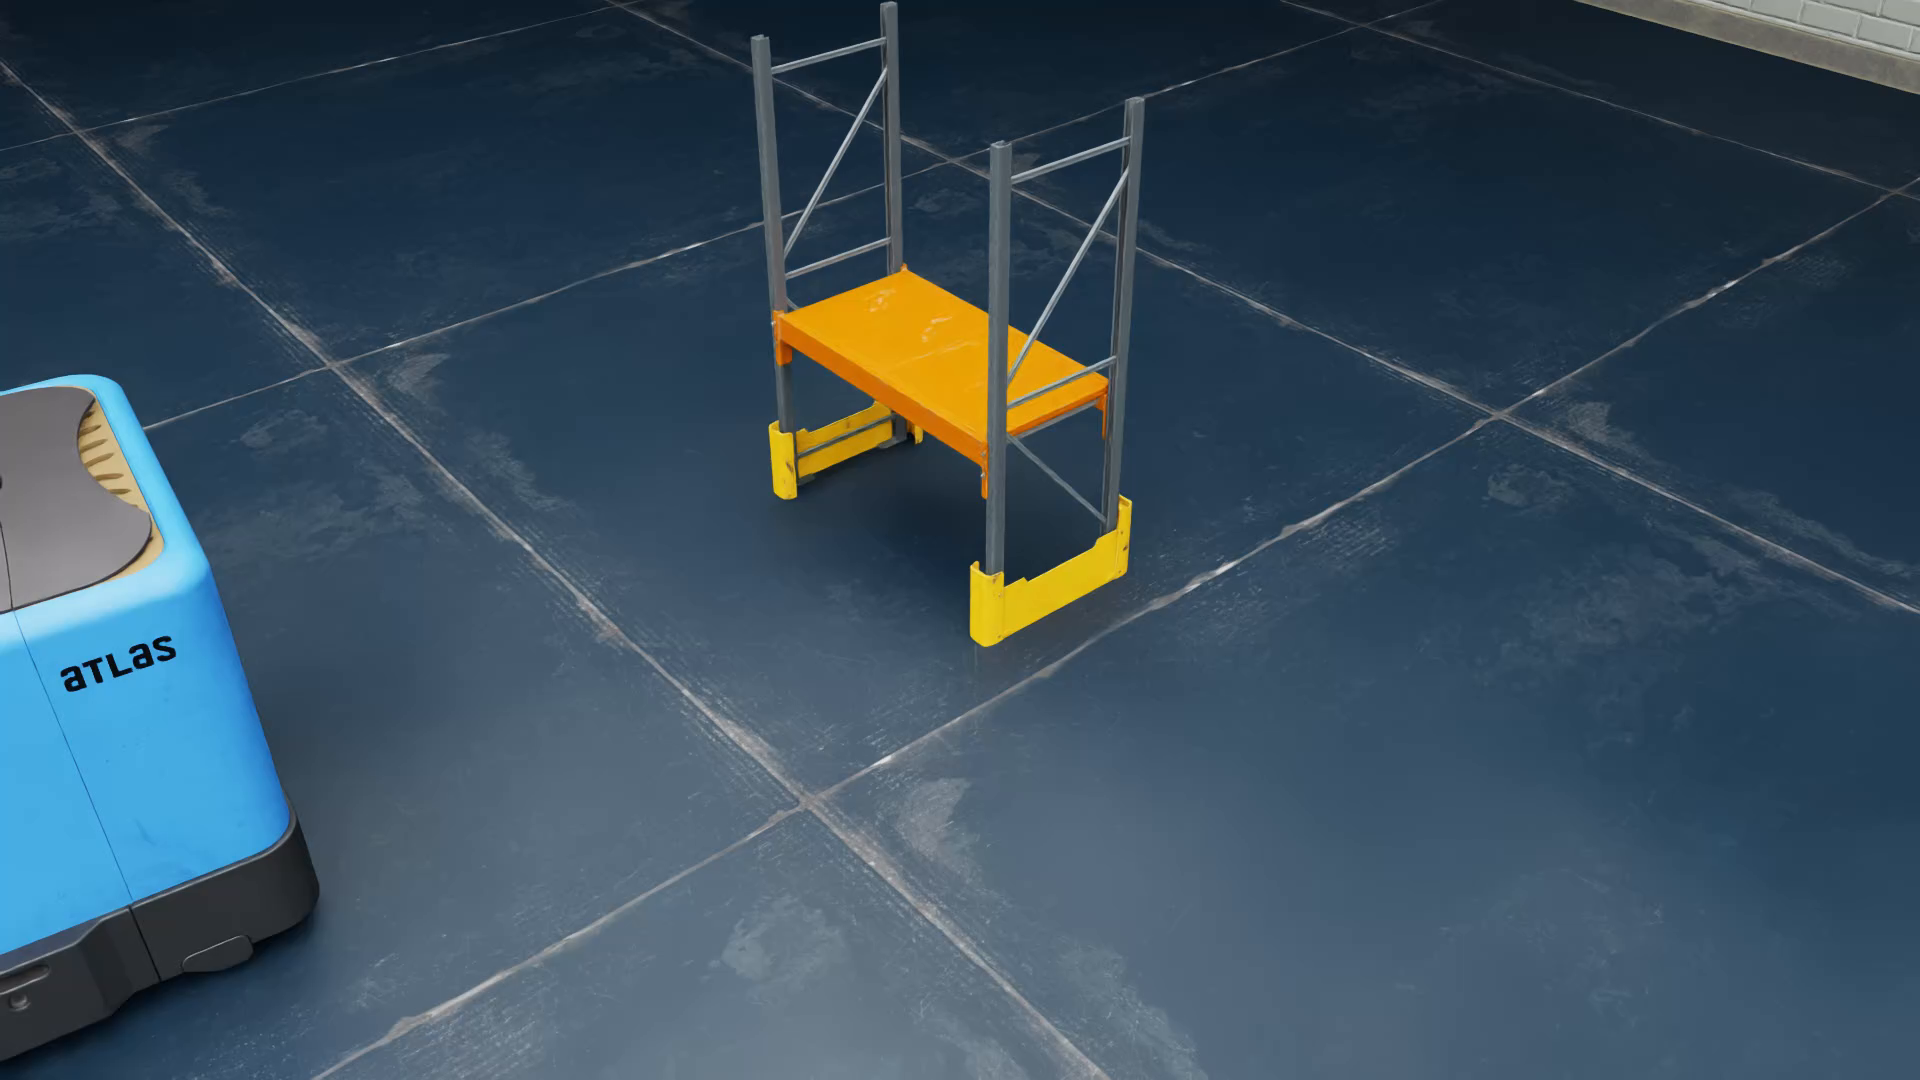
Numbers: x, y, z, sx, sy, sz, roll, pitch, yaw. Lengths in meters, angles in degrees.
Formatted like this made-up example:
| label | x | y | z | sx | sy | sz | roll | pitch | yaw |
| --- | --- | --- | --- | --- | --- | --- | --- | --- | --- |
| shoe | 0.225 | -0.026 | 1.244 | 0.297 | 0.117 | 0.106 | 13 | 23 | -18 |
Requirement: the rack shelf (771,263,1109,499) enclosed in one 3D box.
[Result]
| label | x | y | z | sx | sy | sz | roll | pitch | yaw |
| --- | --- | --- | --- | --- | --- | --- | --- | --- | --- |
| rack shelf | -0.055 | -0.503 | 4.974 | 0.538 | 0.185 | 1.000 | -26 | 43 | -32 |

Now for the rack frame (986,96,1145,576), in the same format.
| label | x | y | z | sx | sy | sz | roll | pitch | yaw |
| --- | --- | --- | --- | --- | --- | --- | --- | --- | --- |
| rack frame | 0.273 | -0.425 | 4.553 | 0.500 | 1.500 | 0.032 | -26 | 43 | -32 |

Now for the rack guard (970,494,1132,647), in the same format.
| label | x | y | z | sx | sy | sz | roll | pitch | yaw |
| --- | --- | --- | --- | --- | --- | --- | --- | --- | --- |
| rack guard | 0.272 | 0.084 | 4.915 | 0.587 | 0.250 | 0.087 | -26 | 43 | -32 |

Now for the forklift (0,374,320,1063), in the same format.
| label | x | y | z | sx | sy | sz | roll | pitch | yaw |
| --- | --- | --- | --- | --- | --- | --- | --- | --- | --- |
| forklift | -3.026 | -0.037 | 2.766 | 3.031 | 2.935 | 1.130 | -21 | 40 | -27 |

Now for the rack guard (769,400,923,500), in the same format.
| label | x | y | z | sx | sy | sz | roll | pitch | yaw |
| --- | --- | --- | --- | --- | --- | --- | --- | --- | --- |
| rack guard | -0.371 | -0.356 | 5.536 | 0.587 | 0.250 | 0.087 | -26 | 43 | -32 |

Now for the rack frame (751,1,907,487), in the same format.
| label | x | y | z | sx | sy | sz | roll | pitch | yaw |
| --- | --- | --- | --- | --- | --- | --- | --- | --- | --- |
| rack frame | -0.383 | -0.874 | 5.187 | 0.500 | 1.500 | 0.032 | -26 | 43 | -32 |

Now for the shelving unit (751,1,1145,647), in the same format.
| label | x | y | z | sx | sy | sz | roll | pitch | yaw |
| --- | --- | --- | --- | --- | --- | --- | --- | --- | --- |
| shelving unit | -0.049 | -0.646 | 4.864 | 0.587 | 1.500 | 1.083 | -26 | 43 | -32 |
